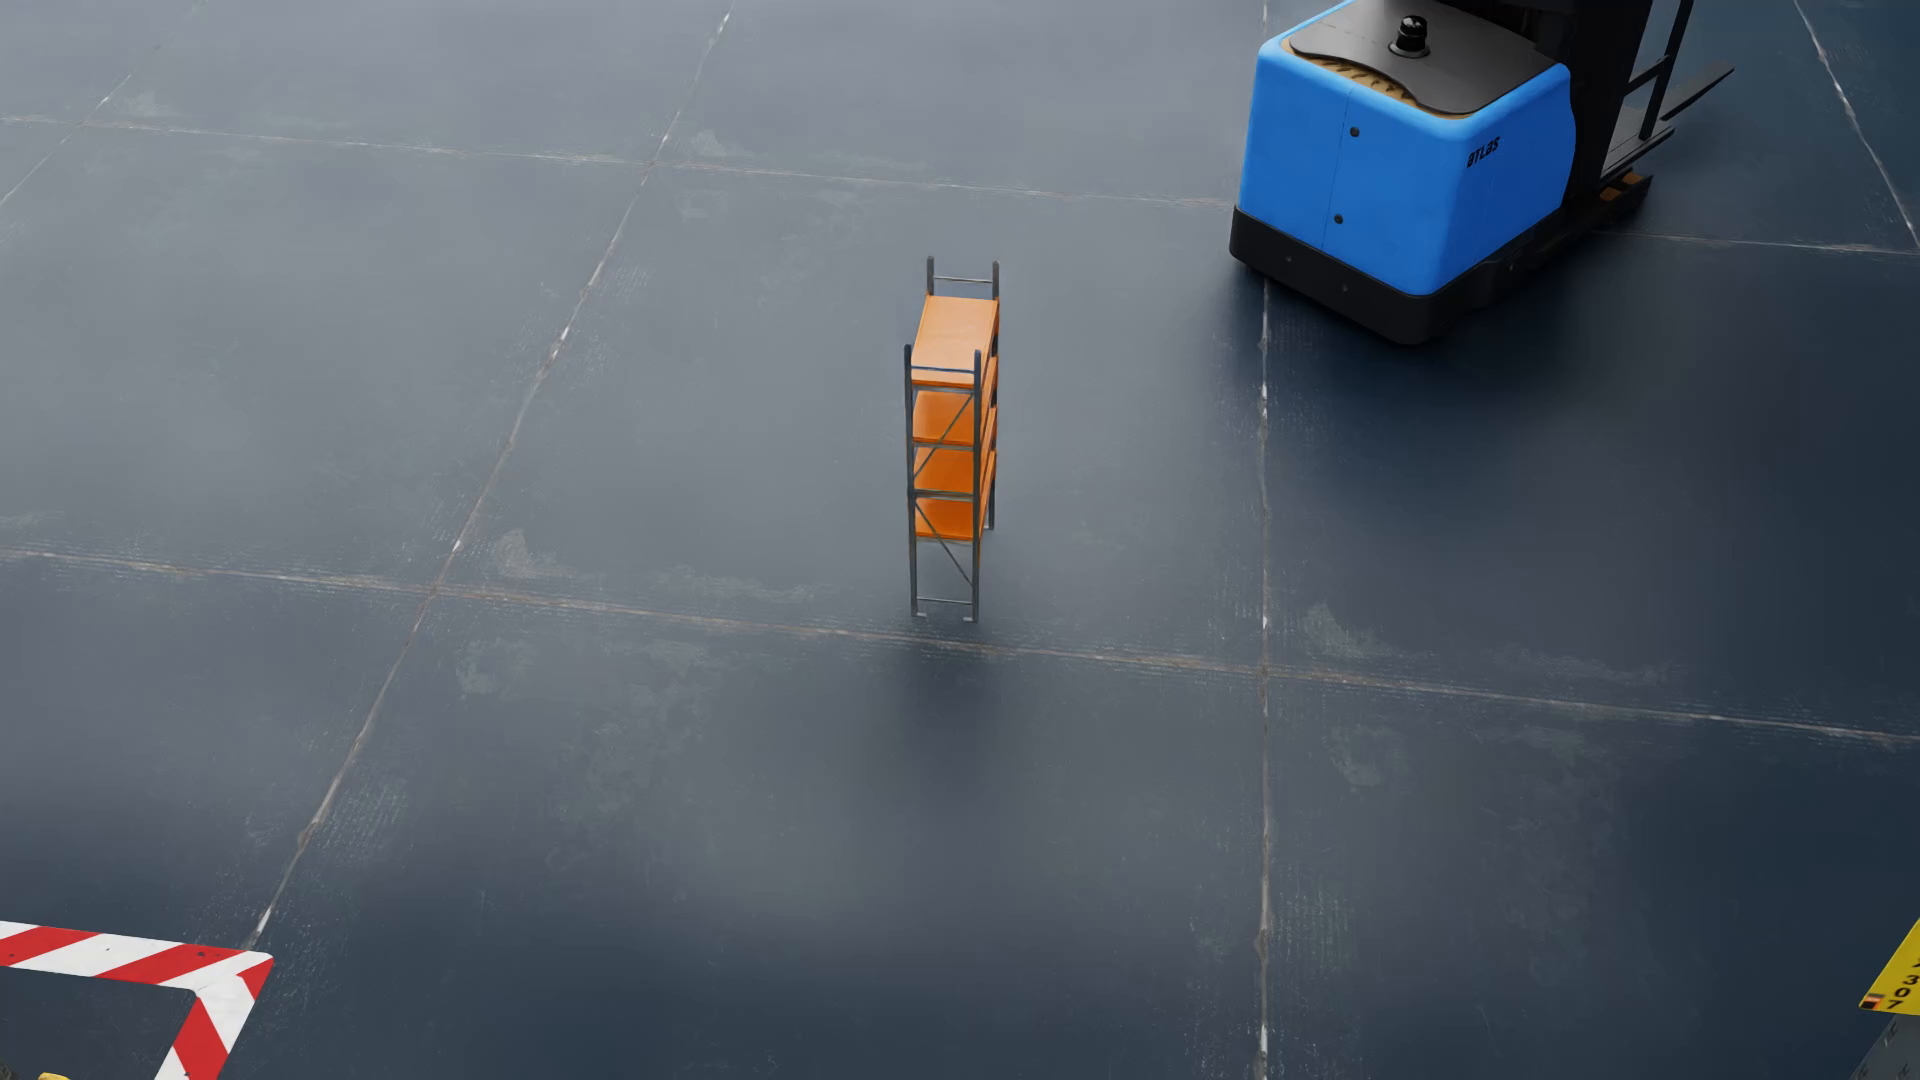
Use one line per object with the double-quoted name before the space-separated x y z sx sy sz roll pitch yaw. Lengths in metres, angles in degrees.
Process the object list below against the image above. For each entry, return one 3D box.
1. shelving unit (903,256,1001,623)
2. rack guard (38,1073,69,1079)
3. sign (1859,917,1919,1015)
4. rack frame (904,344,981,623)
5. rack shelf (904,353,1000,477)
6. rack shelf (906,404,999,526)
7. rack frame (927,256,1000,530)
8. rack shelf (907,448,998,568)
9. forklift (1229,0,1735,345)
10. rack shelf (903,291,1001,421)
"shelving unit" -0.022 -0.323 5.718 0.258 1.200 0.503 5 44 6
"rack guard" -2.767 1.579 4.219 1.175 0.500 0.348 5 44 6
"sign" 1.556 0.671 2.673 0.100 0.325 0.005 5 44 6
"rack frame" -0.054 -0.157 5.543 0.240 1.200 0.015 5 44 6
"rack shelf" -0.022 -0.436 5.611 0.258 0.148 0.480 5 44 6
"rack shelf" -0.022 -0.274 5.765 0.258 0.148 0.480 5 44 6
"rack frame" 0.010 -0.489 5.894 0.240 1.200 0.015 5 44 6
"rack shelf" -0.022 -0.130 5.901 0.258 0.148 0.480 5 44 6
"forklift" 2.633 -2.783 7.057 3.031 2.935 1.130 -33 53 -30
"rack shelf" -0.022 -0.608 5.448 0.258 0.148 0.480 5 44 6
